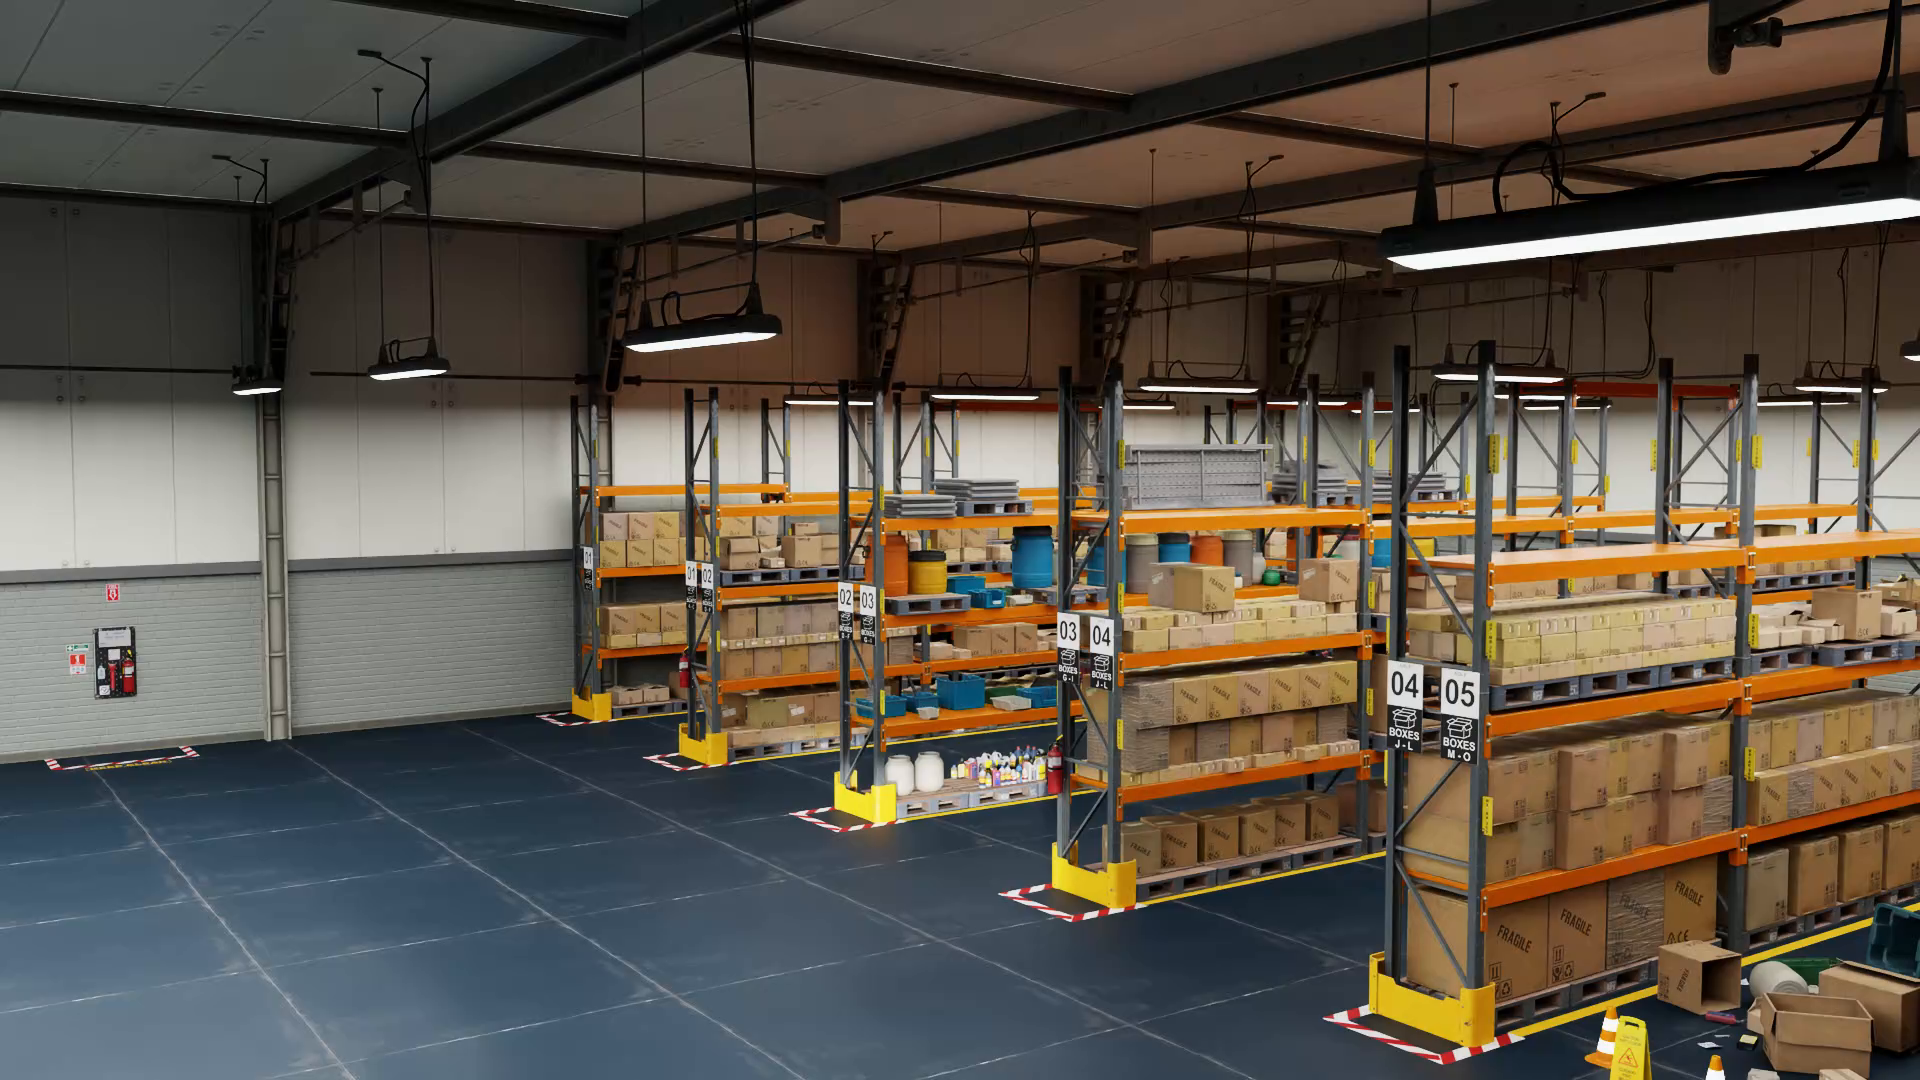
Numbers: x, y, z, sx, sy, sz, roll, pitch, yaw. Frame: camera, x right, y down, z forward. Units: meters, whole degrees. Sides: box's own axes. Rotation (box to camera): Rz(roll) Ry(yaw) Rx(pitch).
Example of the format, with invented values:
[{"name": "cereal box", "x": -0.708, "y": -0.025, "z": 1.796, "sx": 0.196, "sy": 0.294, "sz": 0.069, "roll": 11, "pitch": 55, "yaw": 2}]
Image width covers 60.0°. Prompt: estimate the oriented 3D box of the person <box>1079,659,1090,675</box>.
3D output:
[{"name": "person", "x": 2.633, "y": 2.007, "z": 35.391, "sx": 1.026, "sy": 1.663, "sz": 0.681, "roll": -3, "pitch": 5, "yaw": -42}]
